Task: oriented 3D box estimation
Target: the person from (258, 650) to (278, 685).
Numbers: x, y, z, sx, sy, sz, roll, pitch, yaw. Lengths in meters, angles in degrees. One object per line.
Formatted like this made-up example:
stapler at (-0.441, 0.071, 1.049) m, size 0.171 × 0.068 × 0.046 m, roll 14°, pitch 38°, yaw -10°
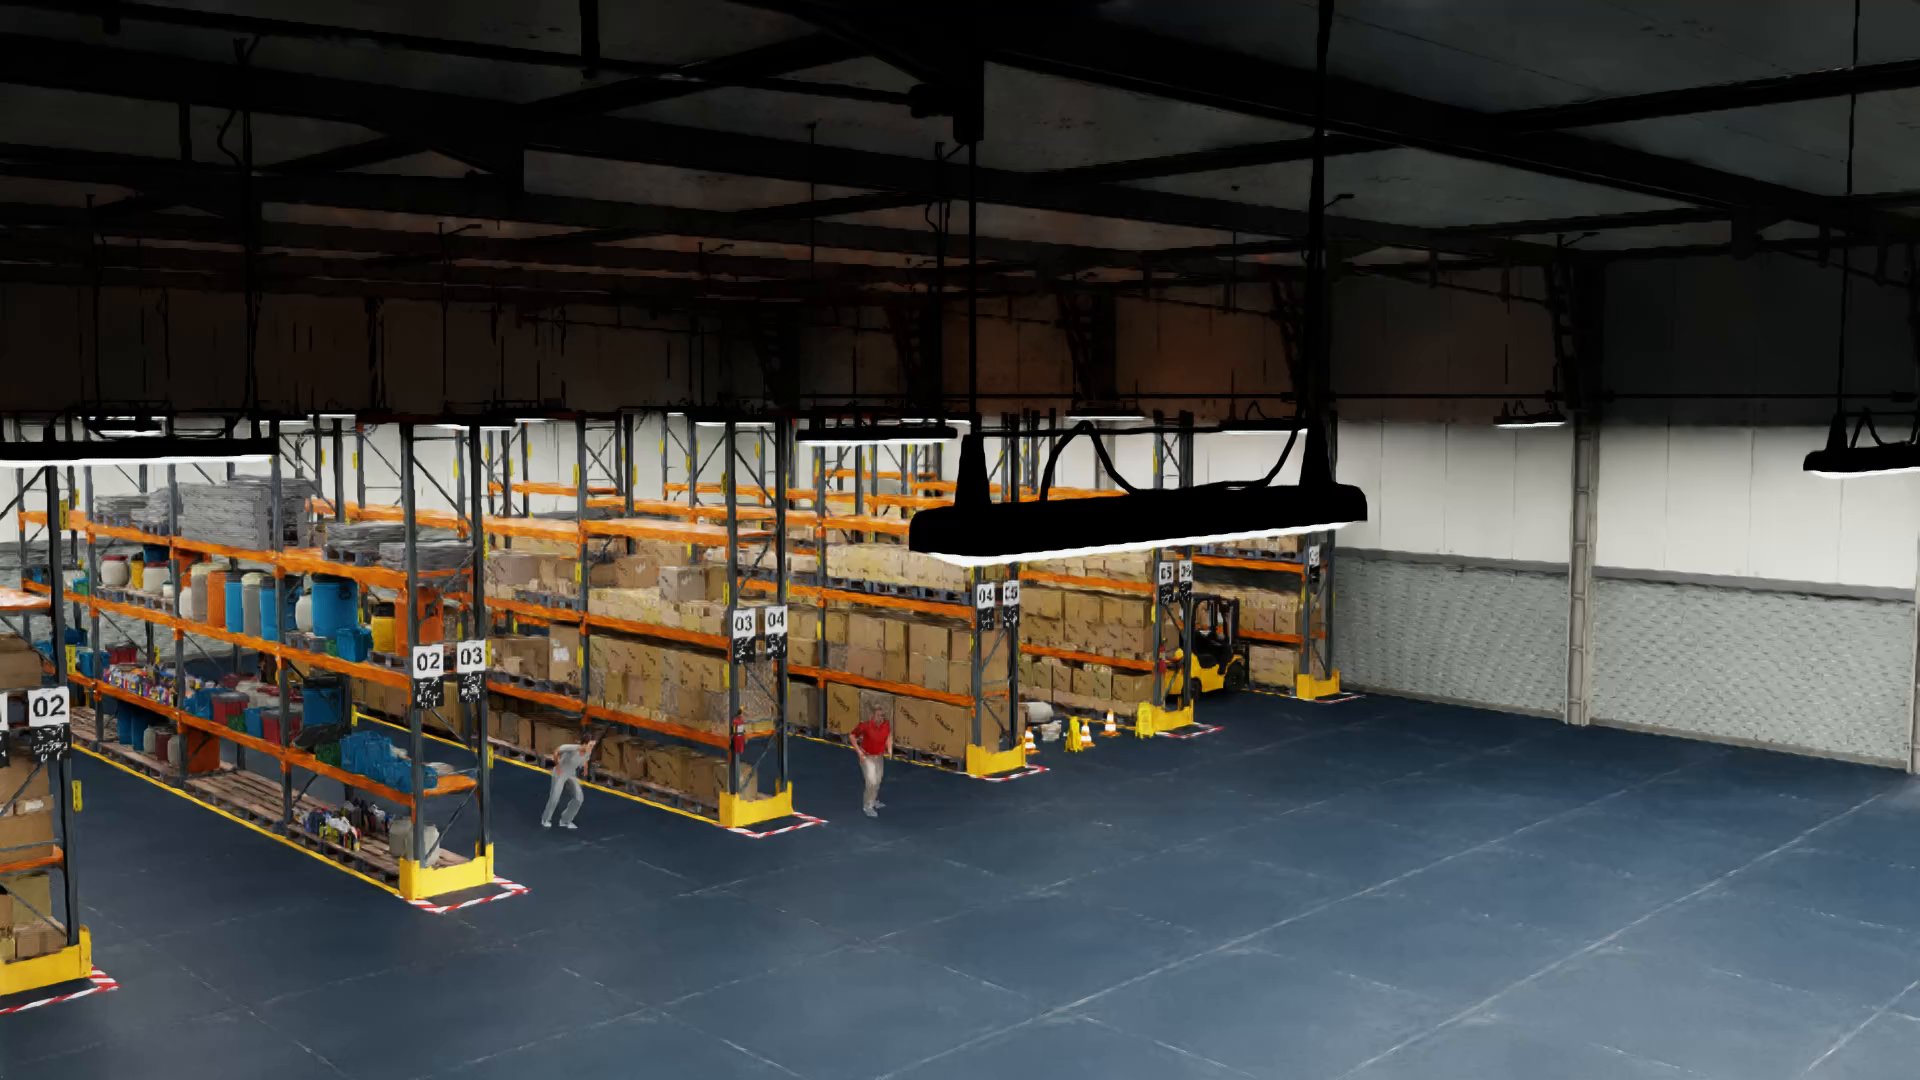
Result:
person at (-14.273, 2.514, 34.126) m, size 0.594 × 1.675 × 0.654 m, roll -1°, pitch 5°, yaw -17°

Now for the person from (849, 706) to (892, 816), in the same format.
person at (-1.363, 3.315, 25.305) m, size 0.703 × 1.653 × 0.673 m, roll -4°, pitch 6°, yaw -40°

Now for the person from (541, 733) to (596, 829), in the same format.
person at (-5.734, 3.529, 24.457) m, size 0.889 × 1.398 × 0.578 m, roll 4°, pitch 6°, yaw 39°
